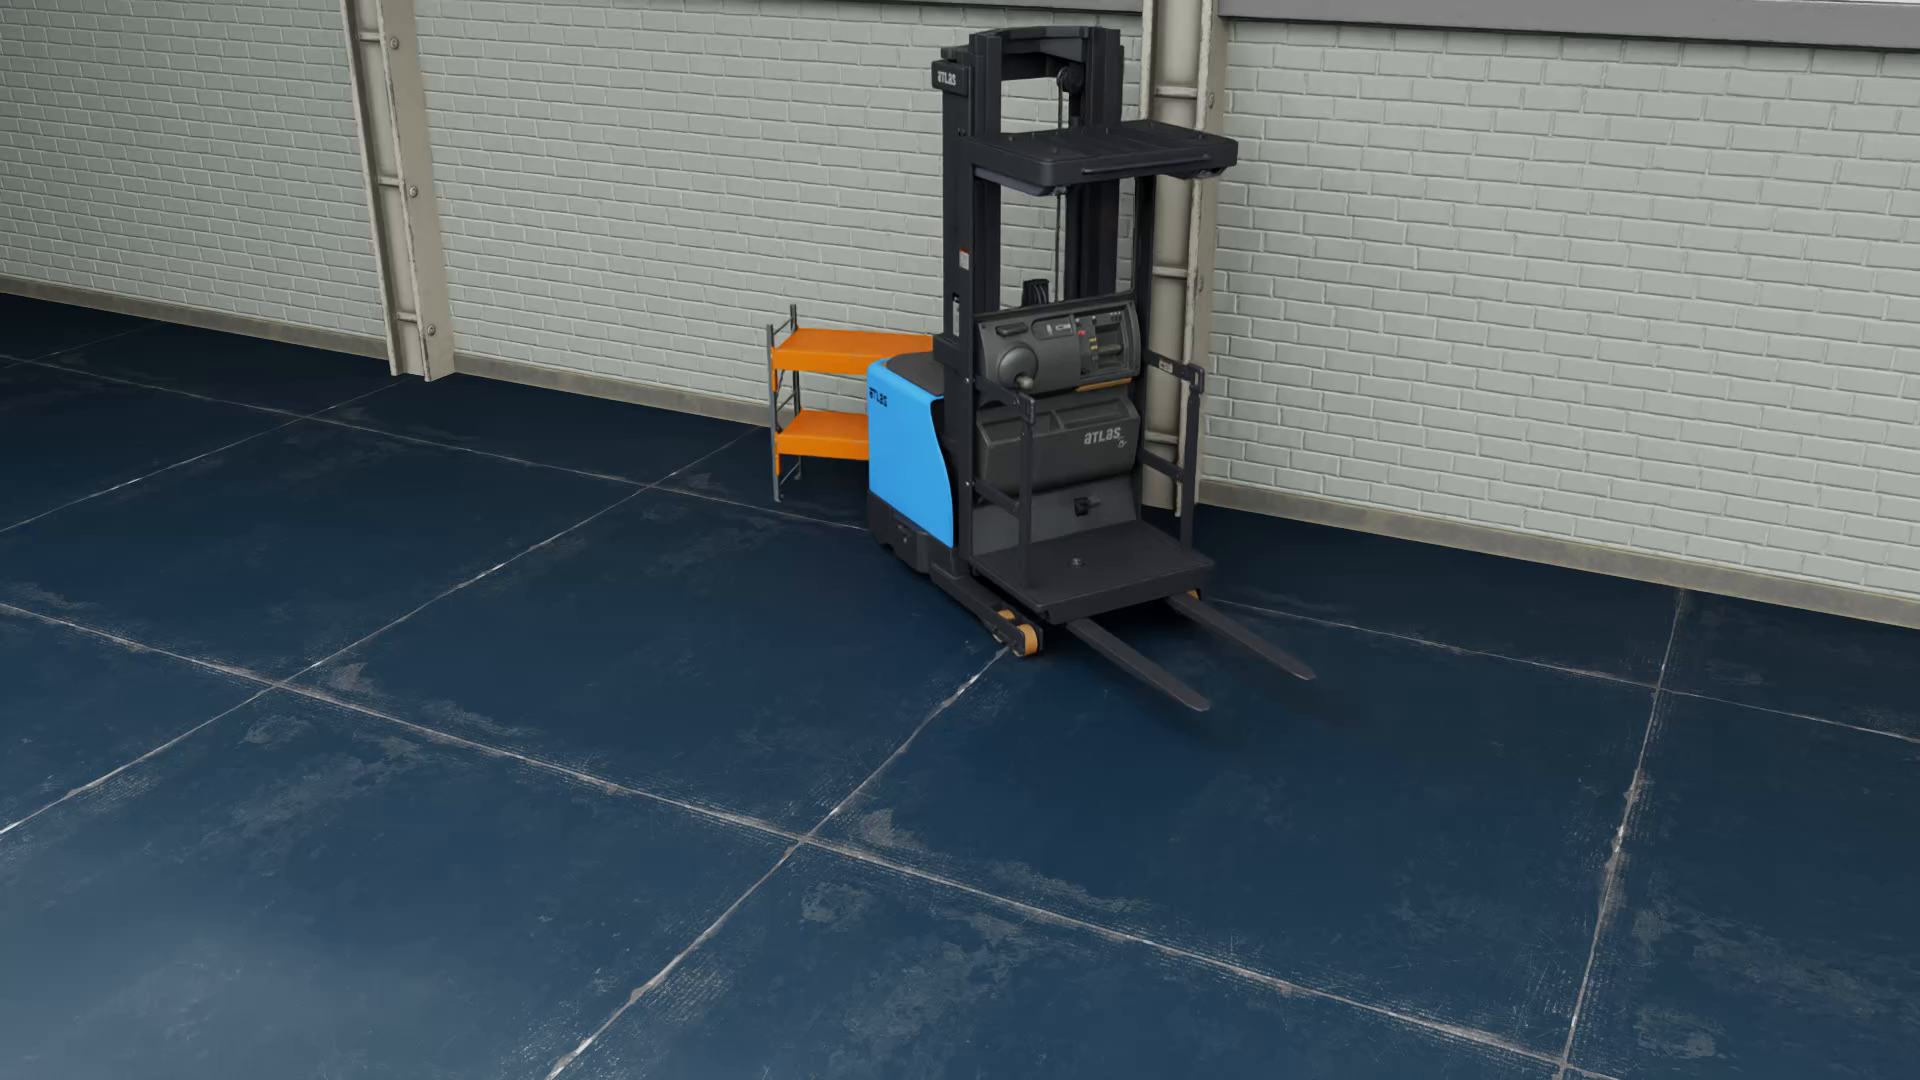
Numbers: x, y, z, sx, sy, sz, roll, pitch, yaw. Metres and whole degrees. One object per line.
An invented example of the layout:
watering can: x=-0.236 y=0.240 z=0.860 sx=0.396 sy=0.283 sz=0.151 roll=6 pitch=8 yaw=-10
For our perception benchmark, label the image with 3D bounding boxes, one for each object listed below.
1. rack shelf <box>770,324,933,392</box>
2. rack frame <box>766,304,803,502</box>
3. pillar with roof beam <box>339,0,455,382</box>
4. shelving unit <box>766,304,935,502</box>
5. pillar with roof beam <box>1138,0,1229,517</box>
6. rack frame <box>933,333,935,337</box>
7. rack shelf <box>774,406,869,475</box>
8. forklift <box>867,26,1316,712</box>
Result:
rack shelf: x=-0.588 y=-1.079 z=10.103 sx=1.000 sy=0.278 sz=0.538 roll=5 pitch=24 yaw=11
rack frame: x=-1.084 y=-0.853 z=10.318 sx=0.032 sy=1.125 sz=0.500 roll=5 pitch=24 yaw=11
pillar with roof beam: x=-6.055 y=-3.922 z=7.473 sx=0.400 sy=9.000 sz=9.100 roll=11 pitch=25 yaw=25
shelving unit: x=-0.588 y=-0.810 z=10.217 sx=1.048 sy=1.125 sz=0.538 roll=5 pitch=24 yaw=11
pillar with roof beam: x=-0.700 y=-2.862 z=4.982 sx=0.400 sy=9.000 sz=9.100 roll=11 pitch=25 yaw=25
rack frame: x=-0.091 y=-0.767 z=10.116 sx=0.032 sy=1.125 sz=0.500 roll=5 pitch=24 yaw=11
rack shelf: x=-0.588 y=-0.585 z=10.313 sx=1.000 sy=0.278 sz=0.538 roll=5 pitch=24 yaw=11
forklift: x=0.619 y=-0.963 z=8.268 sx=1.130 sy=2.935 sz=3.031 roll=-12 pitch=26 yaw=-27
